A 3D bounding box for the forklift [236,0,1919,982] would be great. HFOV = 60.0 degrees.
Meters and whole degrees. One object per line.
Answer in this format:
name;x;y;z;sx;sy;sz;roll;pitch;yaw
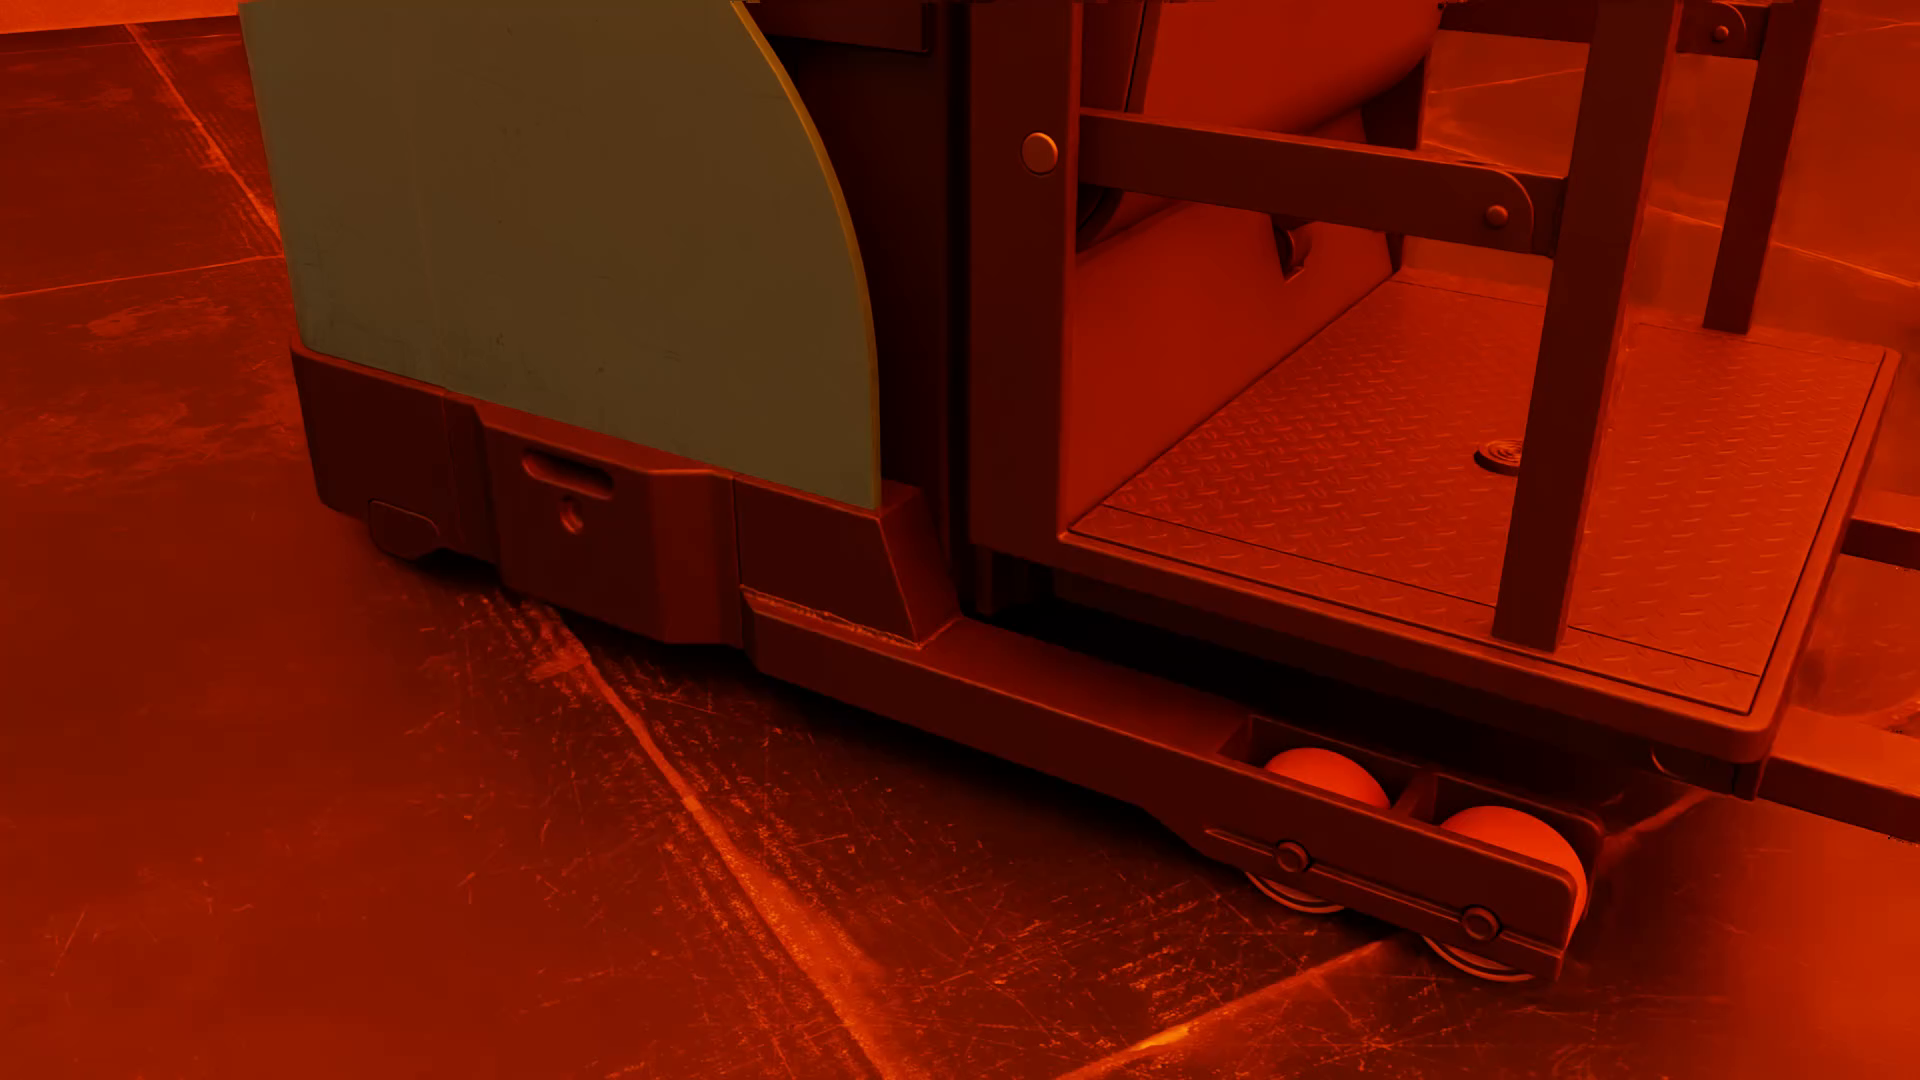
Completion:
forklift;0.559;-1.148;1.523;3.031;2.935;1.130;16;31;28
